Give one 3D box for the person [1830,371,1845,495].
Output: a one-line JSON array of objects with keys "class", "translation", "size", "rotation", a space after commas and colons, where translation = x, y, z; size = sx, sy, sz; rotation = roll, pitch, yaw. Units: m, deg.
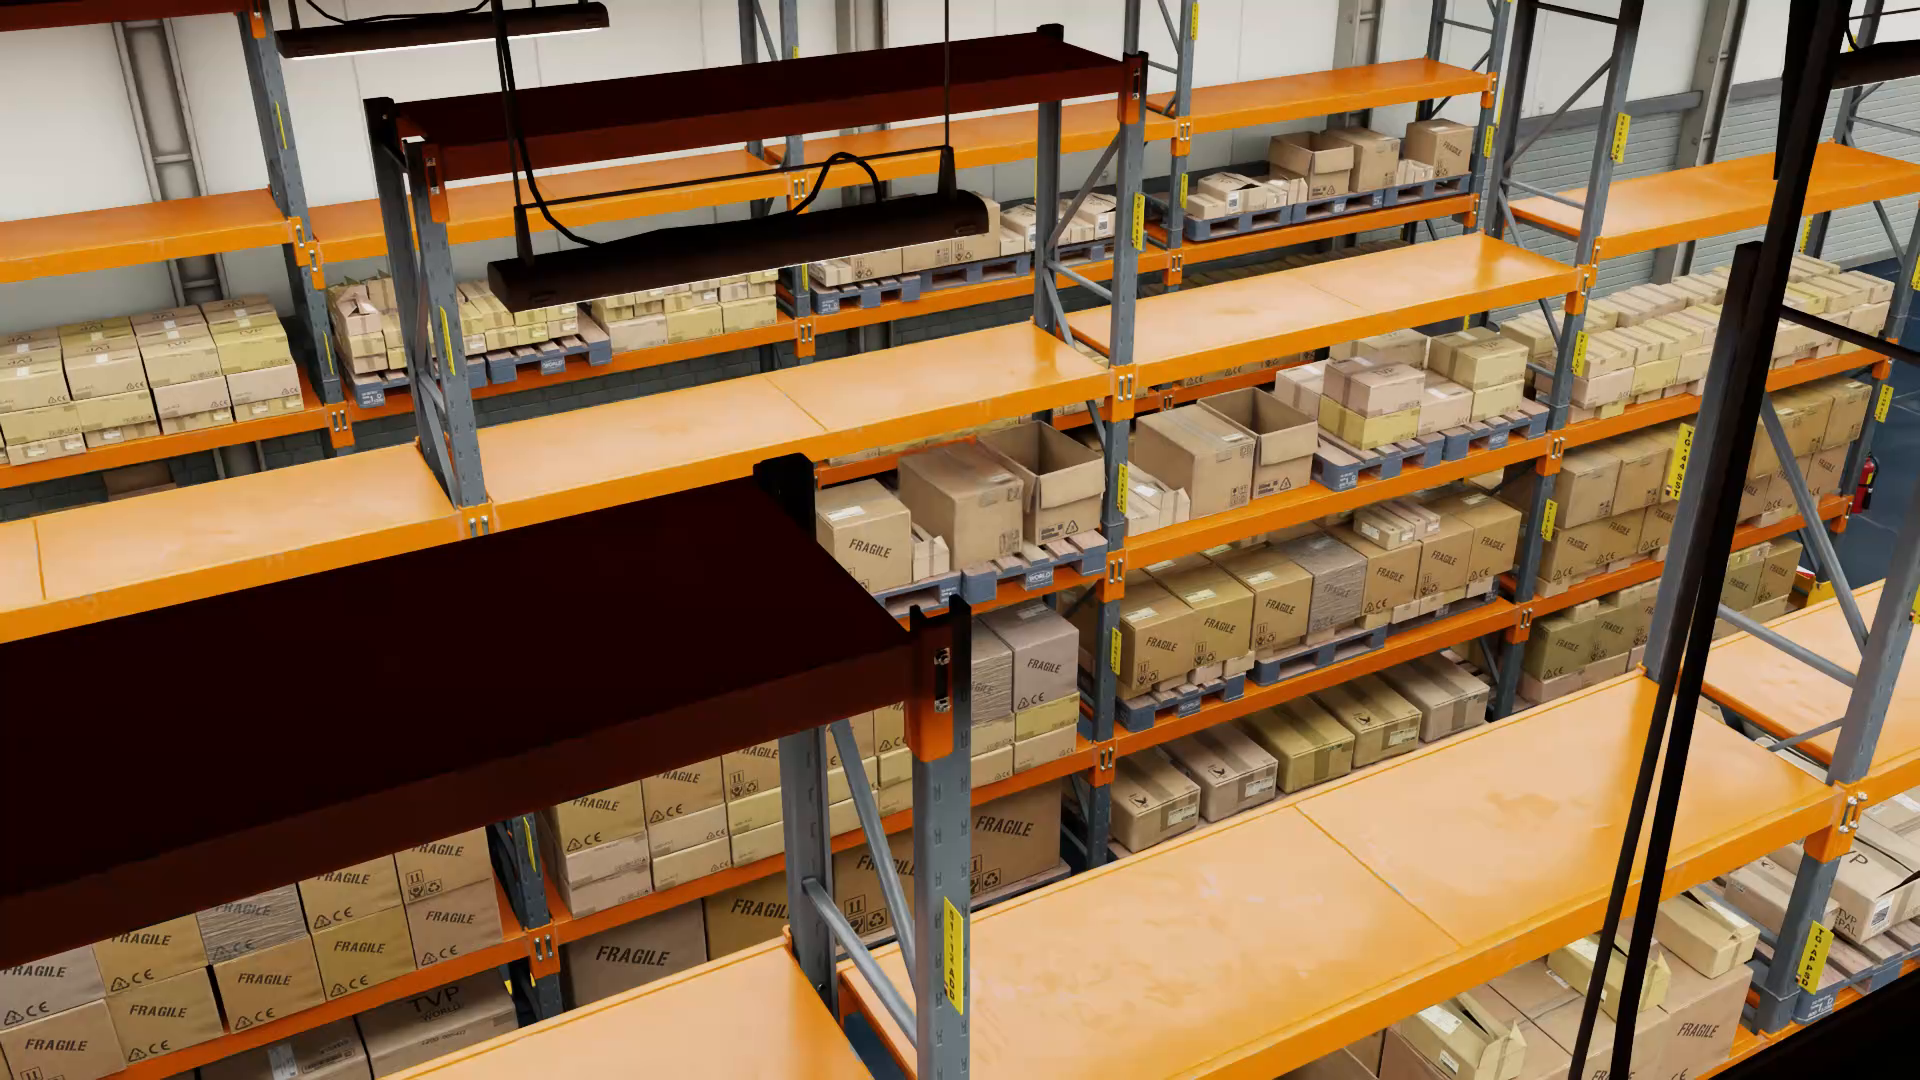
[{"class": "person", "translation": [9.017, -1.210, 17.348], "size": [0.953, 1.738, 0.564], "rotation": [7, 29, 13]}]
